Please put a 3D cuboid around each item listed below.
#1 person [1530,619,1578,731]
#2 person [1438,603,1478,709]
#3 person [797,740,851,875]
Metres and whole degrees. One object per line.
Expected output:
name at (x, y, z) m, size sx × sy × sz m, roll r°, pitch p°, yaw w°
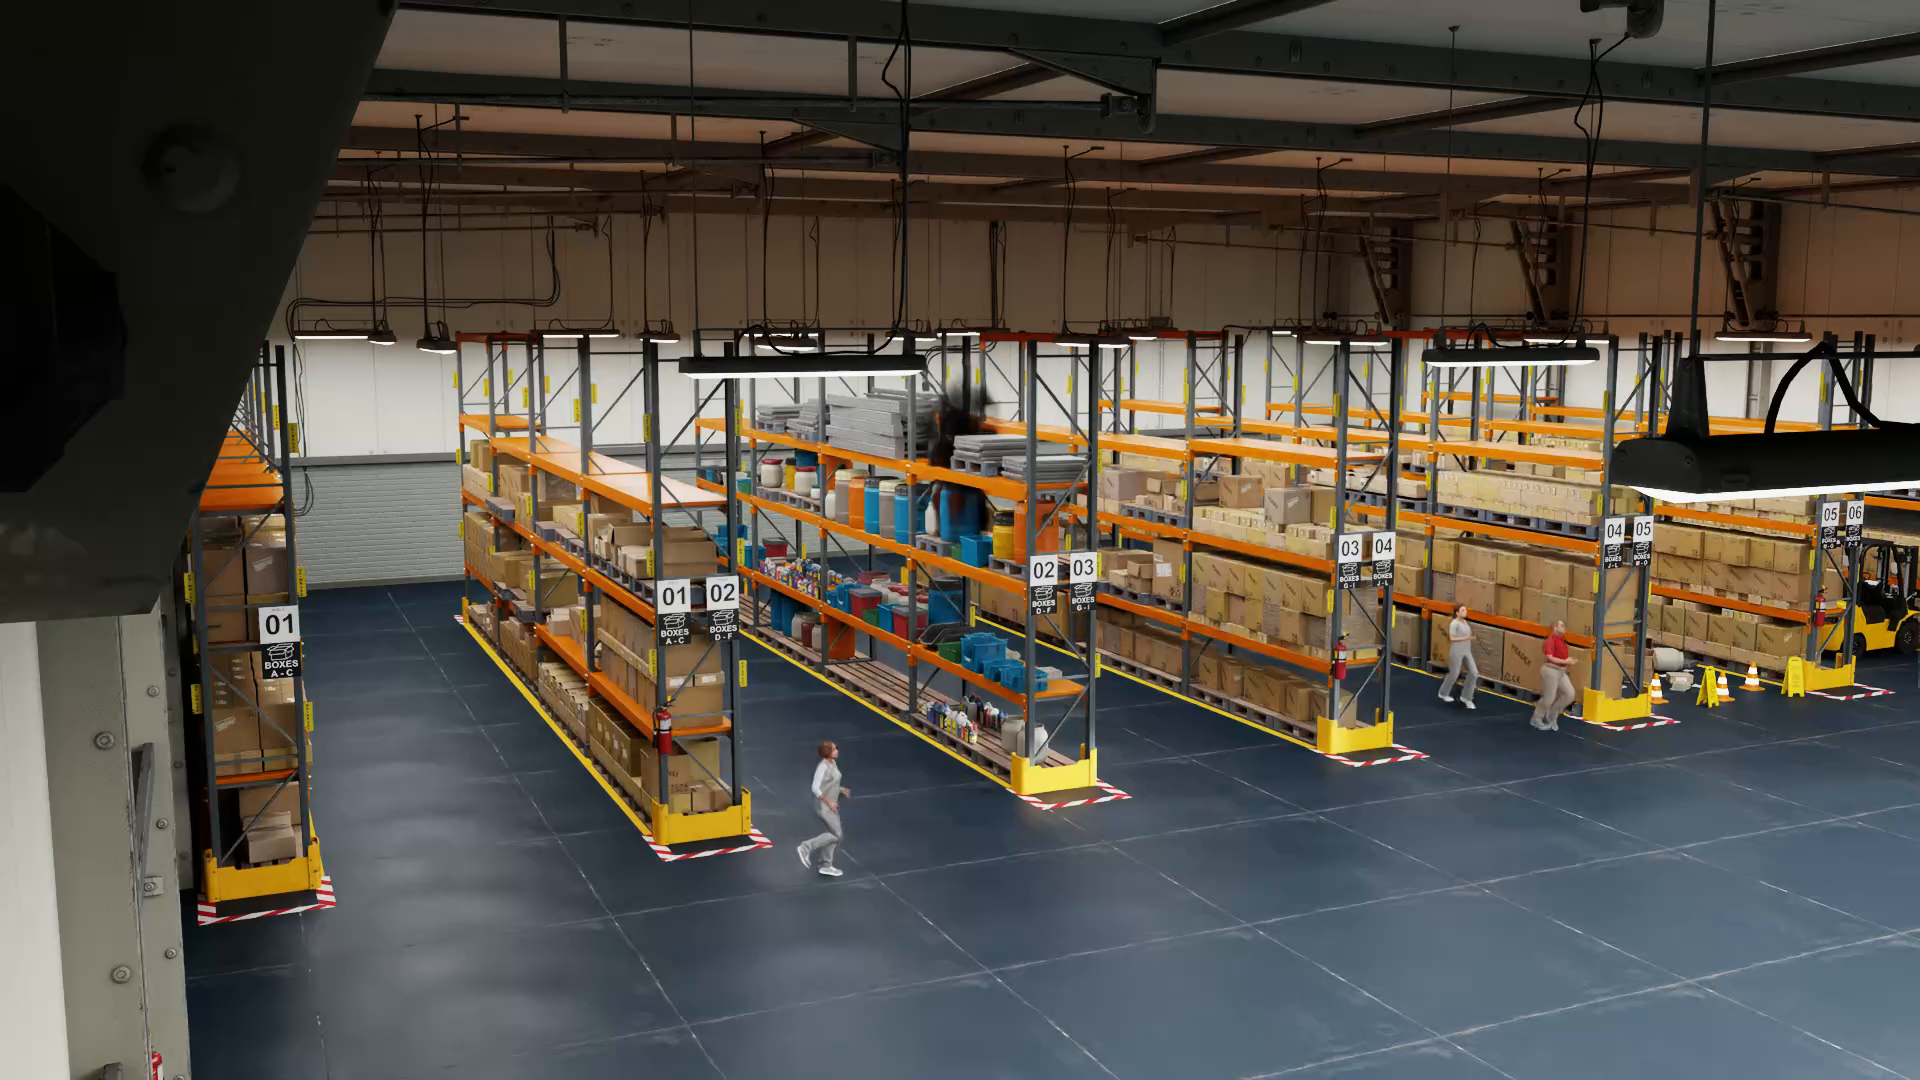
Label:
person at (9.126, 2.072, 25.444) m, size 0.651 × 1.741 × 0.663 m, roll 7°, pitch 10°, yaw 41°
person at (8.100, 1.872, 26.982) m, size 0.546 × 1.717 × 0.720 m, roll -5°, pitch 9°, yaw -33°
person at (-1.541, 3.035, 18.893) m, size 0.583 × 1.572 × 0.528 m, roll 1°, pitch 8°, yaw 5°
